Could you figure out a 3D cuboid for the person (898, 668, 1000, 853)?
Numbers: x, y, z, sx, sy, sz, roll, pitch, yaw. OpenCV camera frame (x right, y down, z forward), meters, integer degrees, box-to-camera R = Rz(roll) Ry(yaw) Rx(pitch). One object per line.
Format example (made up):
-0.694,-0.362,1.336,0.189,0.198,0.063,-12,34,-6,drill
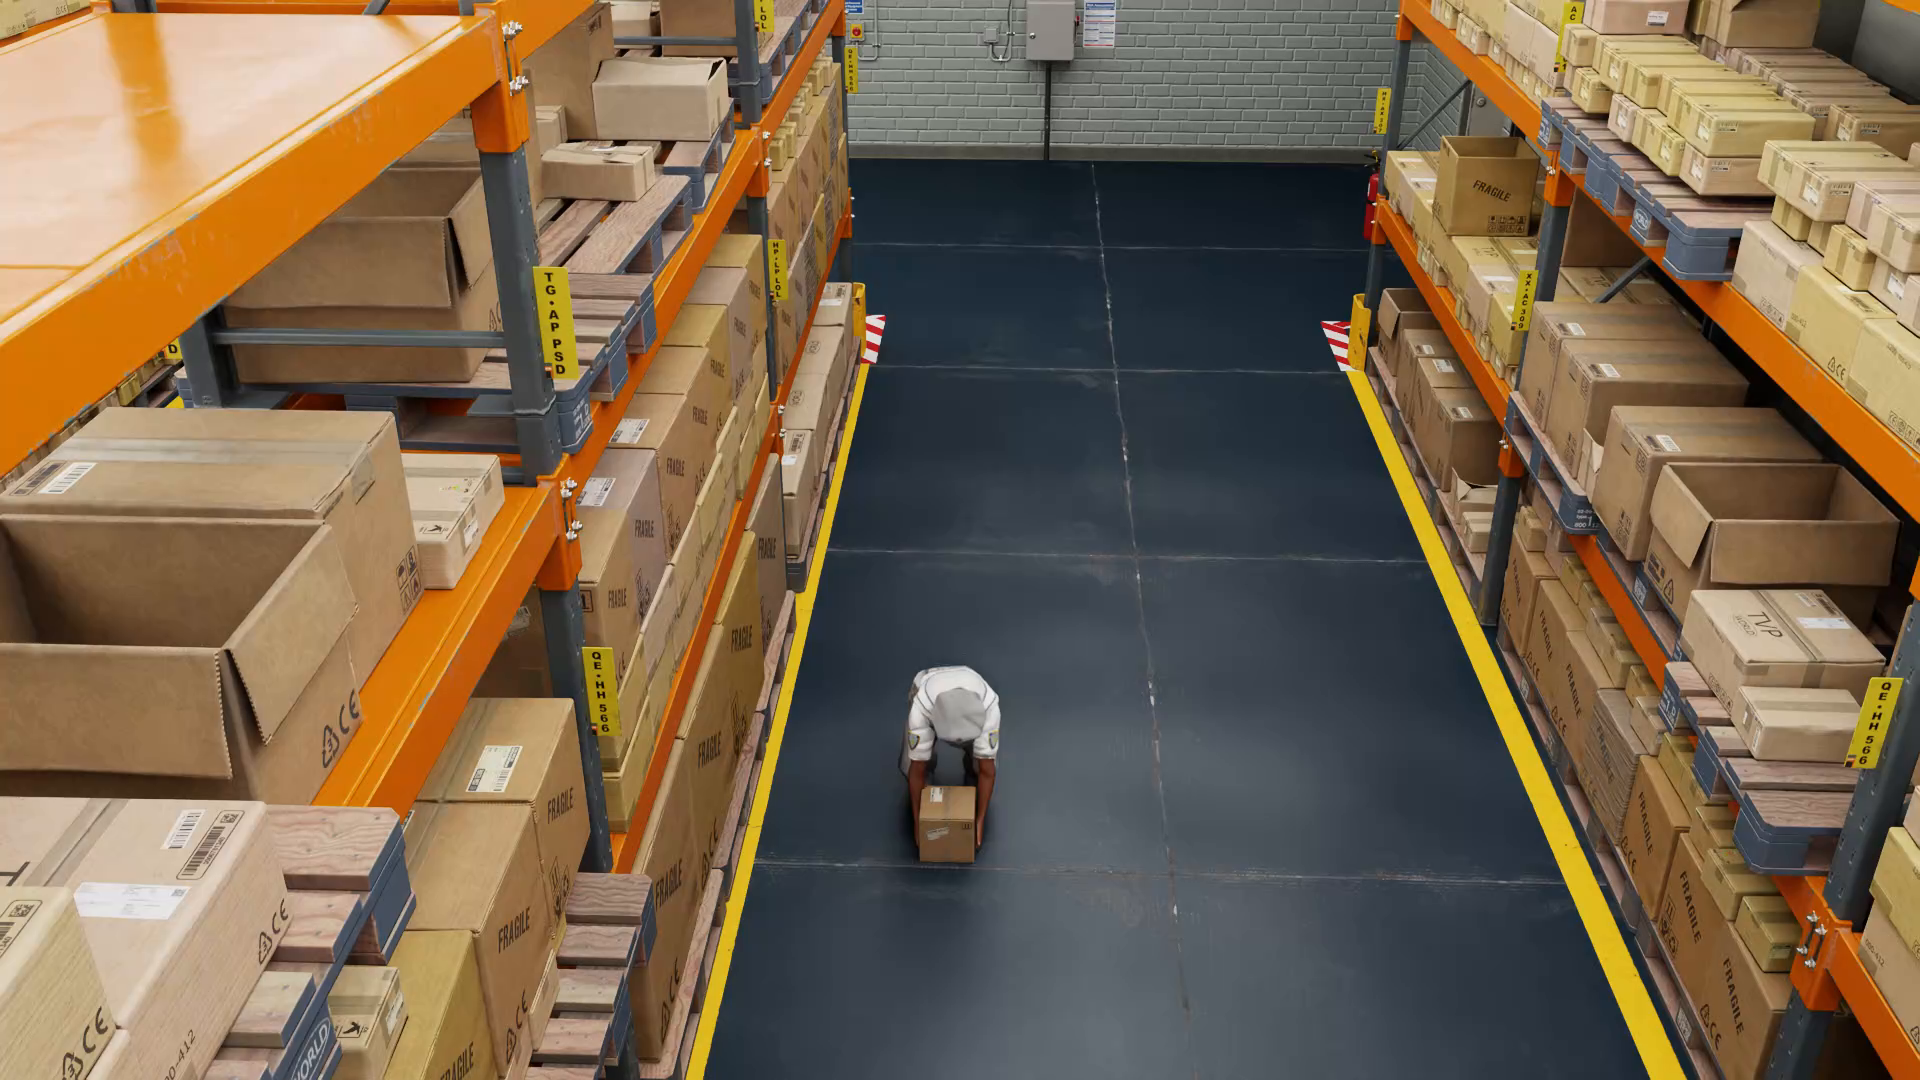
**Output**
-0.049,0.944,7.834,0.479,0.846,0.883,1,28,2,person
